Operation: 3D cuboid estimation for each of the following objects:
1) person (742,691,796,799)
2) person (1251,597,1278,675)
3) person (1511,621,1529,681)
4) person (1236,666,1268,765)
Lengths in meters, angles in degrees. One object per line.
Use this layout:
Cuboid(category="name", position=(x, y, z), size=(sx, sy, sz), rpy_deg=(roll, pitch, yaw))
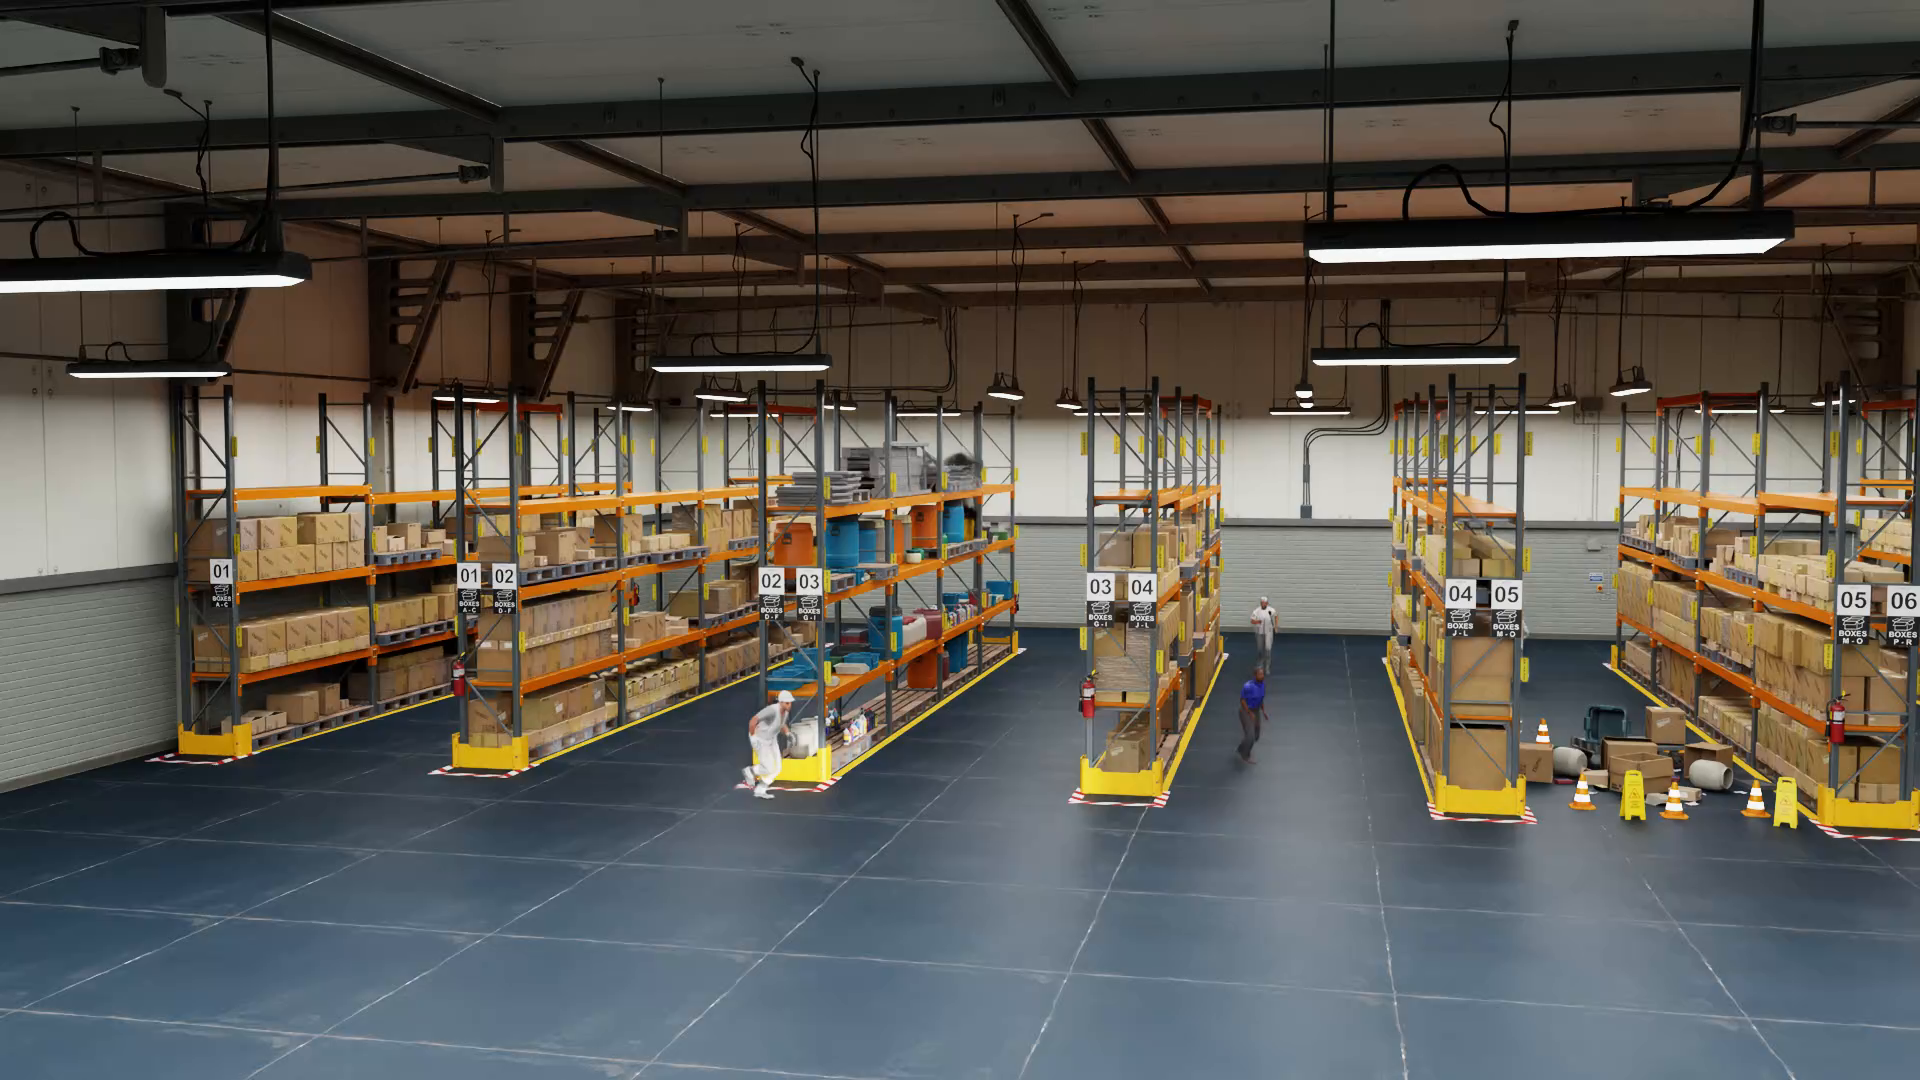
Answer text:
Cuboid(category="person", position=(-2.732, 2.902, 23.579), size=(0.932, 1.578, 0.682), rpy_deg=(2, 4, 31))
Cuboid(category="person", position=(6.752, 2.107, 36.911), size=(0.591, 1.724, 0.839), rpy_deg=(1, 3, 13))
Cuboid(category="person", position=(11.854, 2.265, 35.373), size=(0.540, 1.532, 0.573), rpy_deg=(0, 3, 0))
Cuboid(category="person", position=(4.561, 2.754, 26.264), size=(0.575, 1.595, 0.747), rpy_deg=(-2, 4, -36))
